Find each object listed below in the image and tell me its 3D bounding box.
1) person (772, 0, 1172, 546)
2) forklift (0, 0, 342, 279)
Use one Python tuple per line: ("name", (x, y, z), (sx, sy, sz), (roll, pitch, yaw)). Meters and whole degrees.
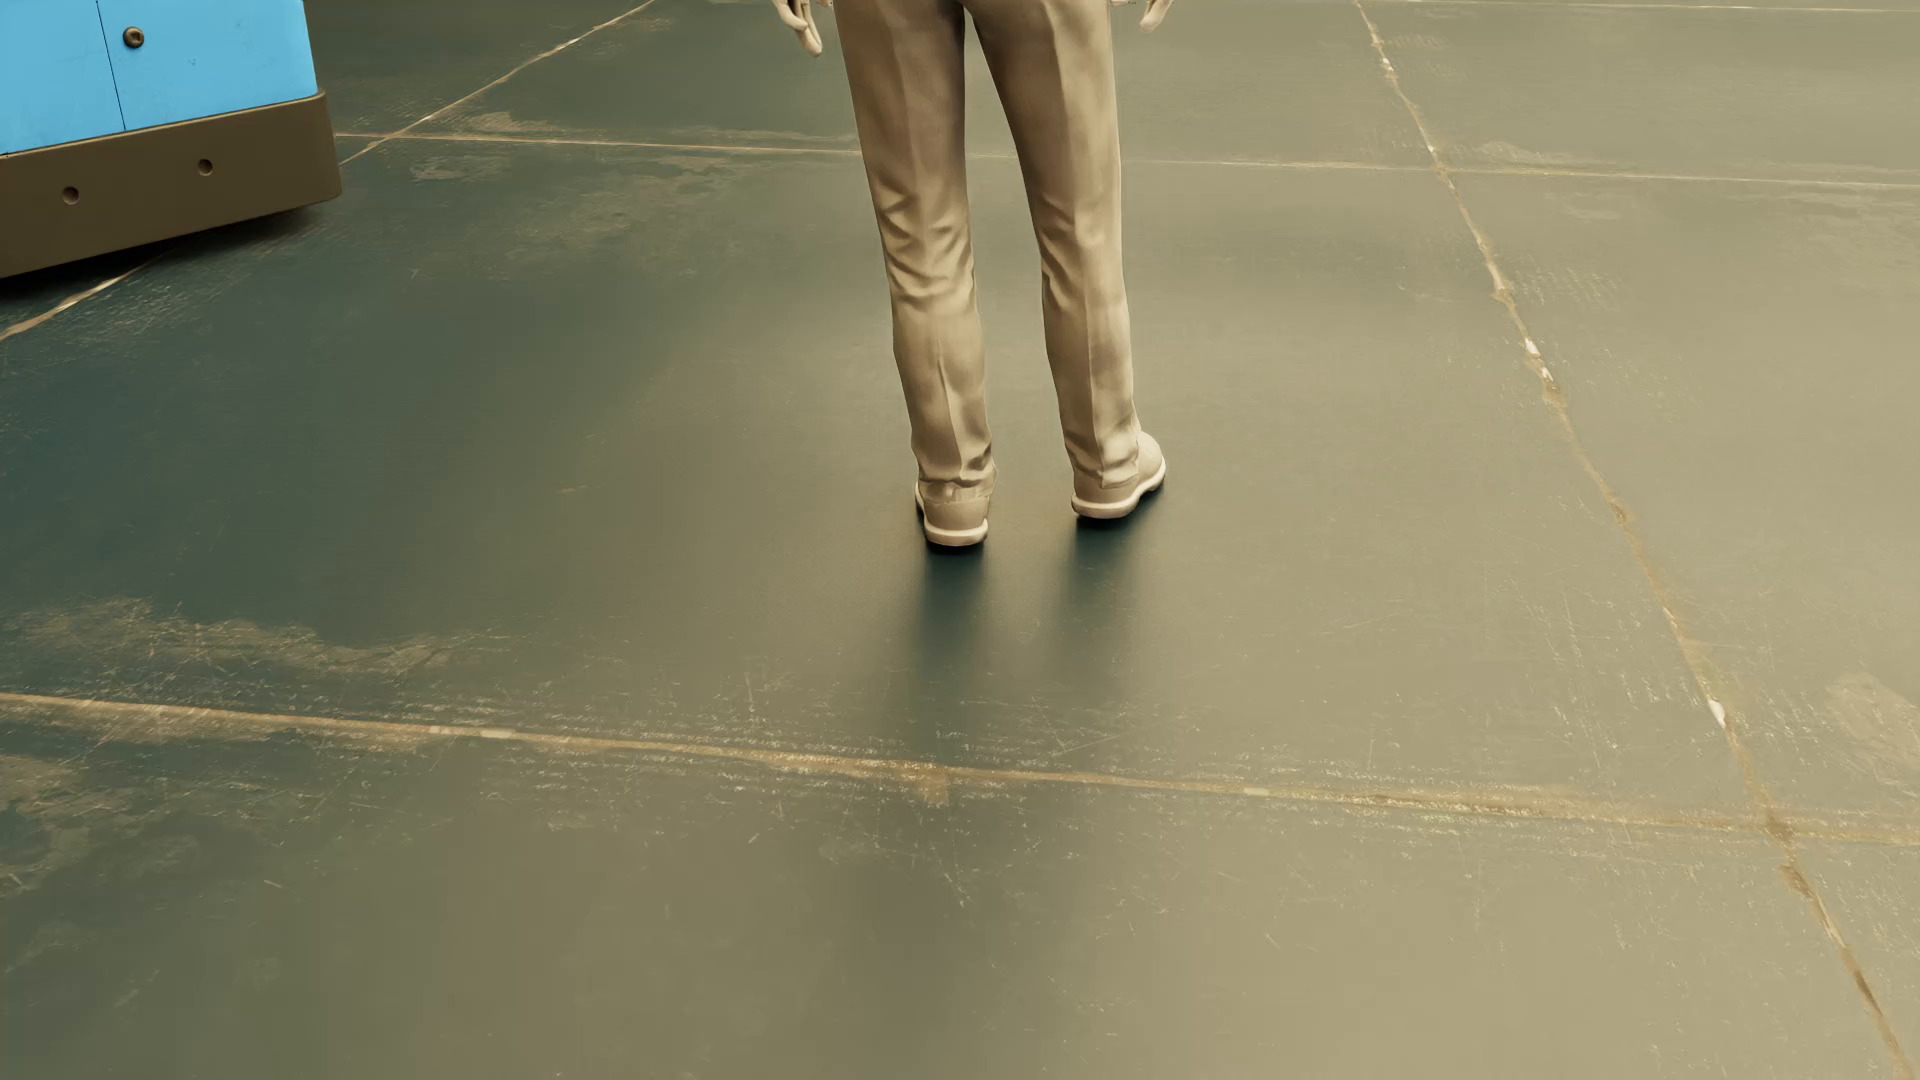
("person", (0.016, -0.795, 2.178), (0.588, 1.695, 0.531), (3, 27, 7))
("forklift", (-2.969, -2.310, 3.848), (3.031, 2.935, 1.130), (19, 32, 33))
